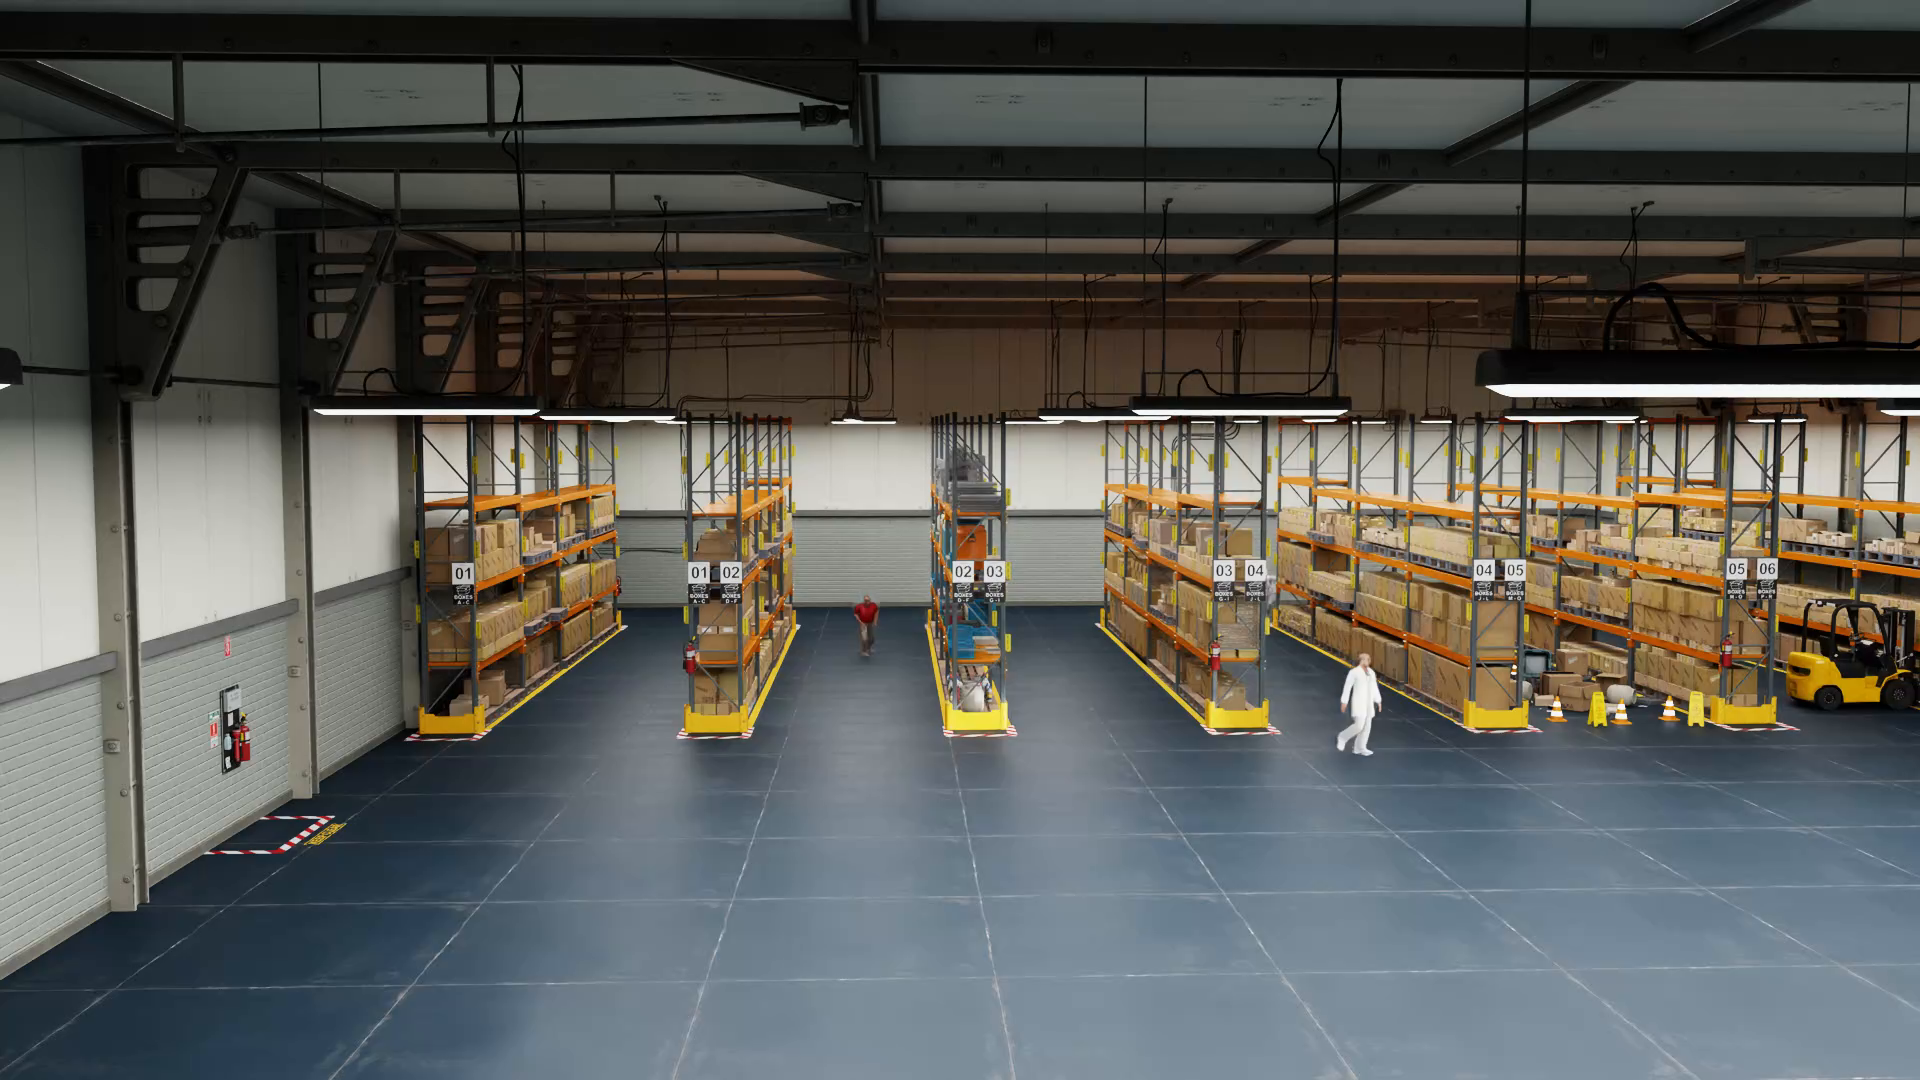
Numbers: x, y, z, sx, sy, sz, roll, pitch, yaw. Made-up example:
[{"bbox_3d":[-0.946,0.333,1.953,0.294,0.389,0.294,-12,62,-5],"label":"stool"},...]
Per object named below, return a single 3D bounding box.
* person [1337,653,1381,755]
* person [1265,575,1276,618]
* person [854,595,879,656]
[{"bbox_3d":[6.938,2.855,29.006,0.696,1.773,0.632,-3,5,-35],"label":"person"},{"bbox_3d":[9.092,1.617,49.193,0.654,1.549,1.186,2,4,29],"label":"person"},{"bbox_3d":[-2.334,2.119,41.472,0.689,1.570,0.860,-2,4,-24],"label":"person"}]
